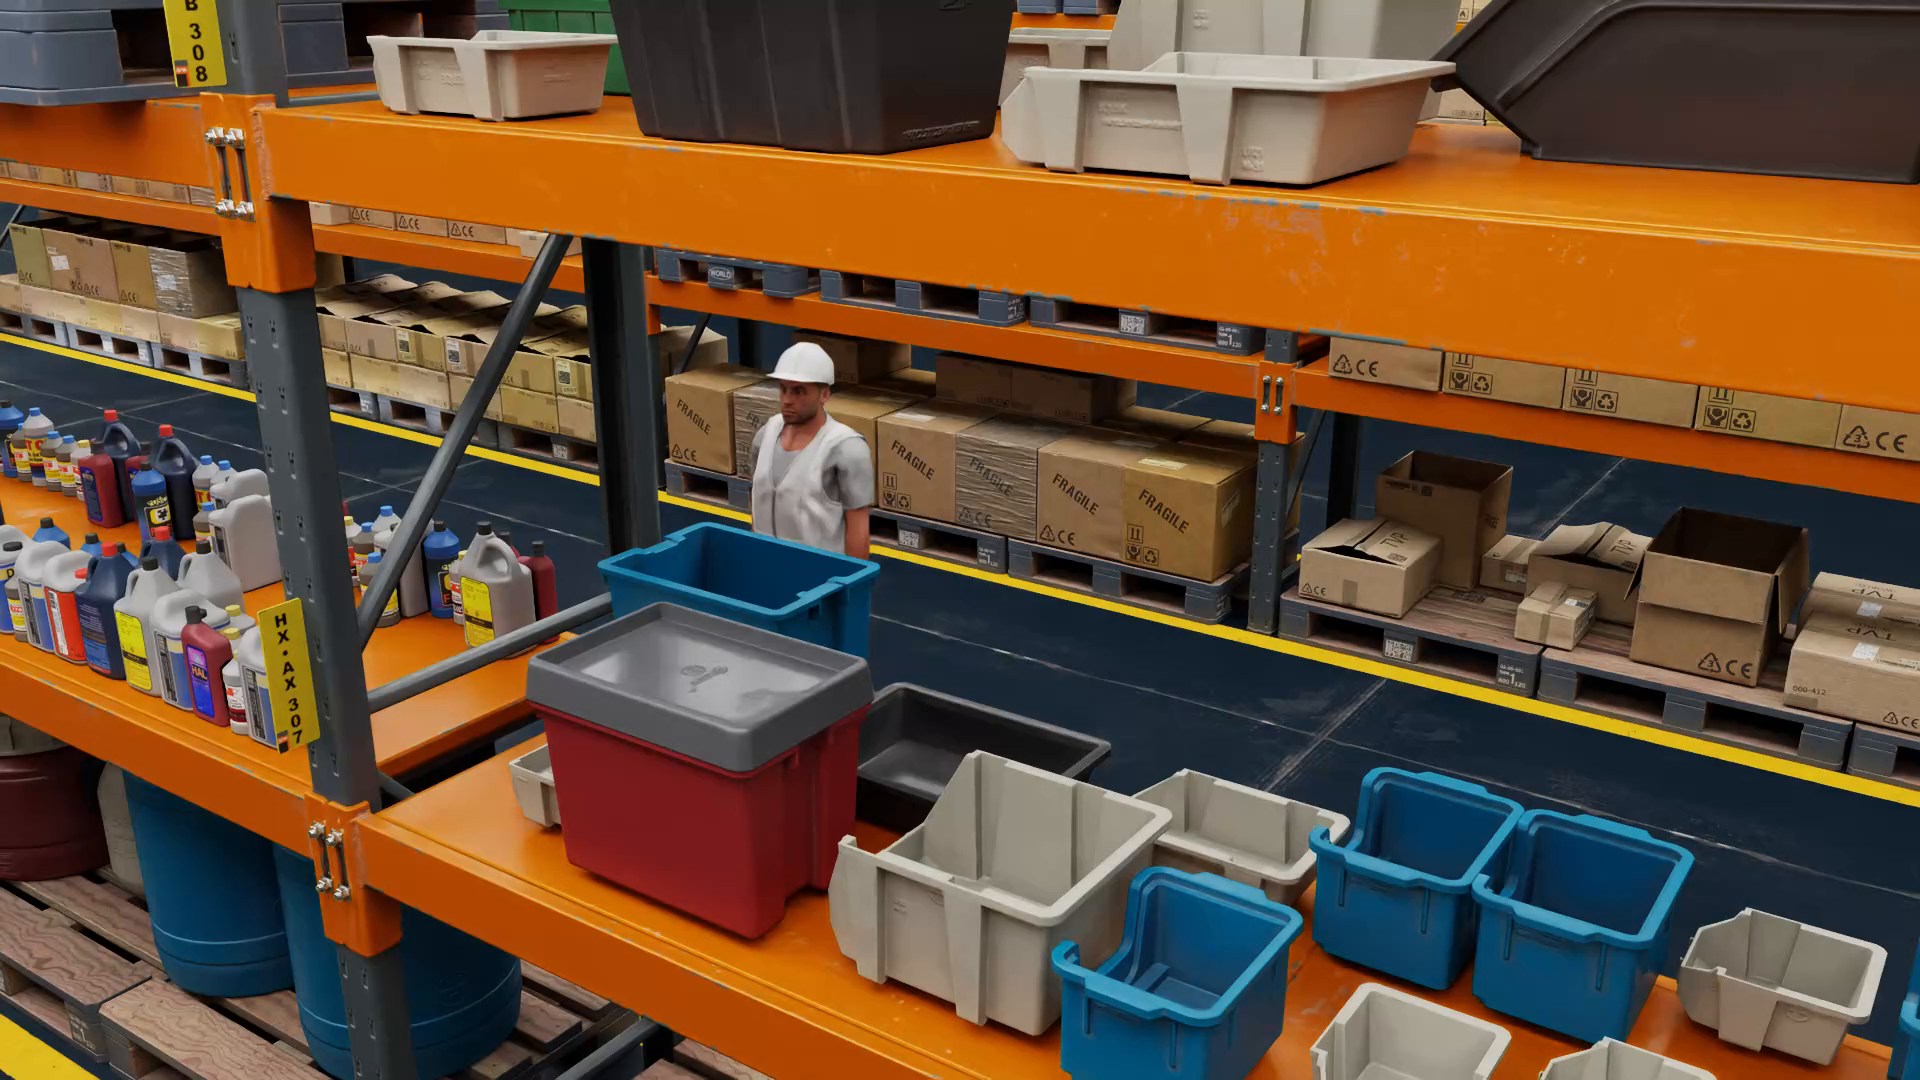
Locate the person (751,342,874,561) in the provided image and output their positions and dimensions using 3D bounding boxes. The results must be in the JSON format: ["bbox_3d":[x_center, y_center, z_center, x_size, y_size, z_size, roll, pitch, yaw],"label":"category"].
[{"bbox_3d":[-0.566,0.184,6.094,0.524,1.839,0.386,13,24,33],"label":"person"}]
